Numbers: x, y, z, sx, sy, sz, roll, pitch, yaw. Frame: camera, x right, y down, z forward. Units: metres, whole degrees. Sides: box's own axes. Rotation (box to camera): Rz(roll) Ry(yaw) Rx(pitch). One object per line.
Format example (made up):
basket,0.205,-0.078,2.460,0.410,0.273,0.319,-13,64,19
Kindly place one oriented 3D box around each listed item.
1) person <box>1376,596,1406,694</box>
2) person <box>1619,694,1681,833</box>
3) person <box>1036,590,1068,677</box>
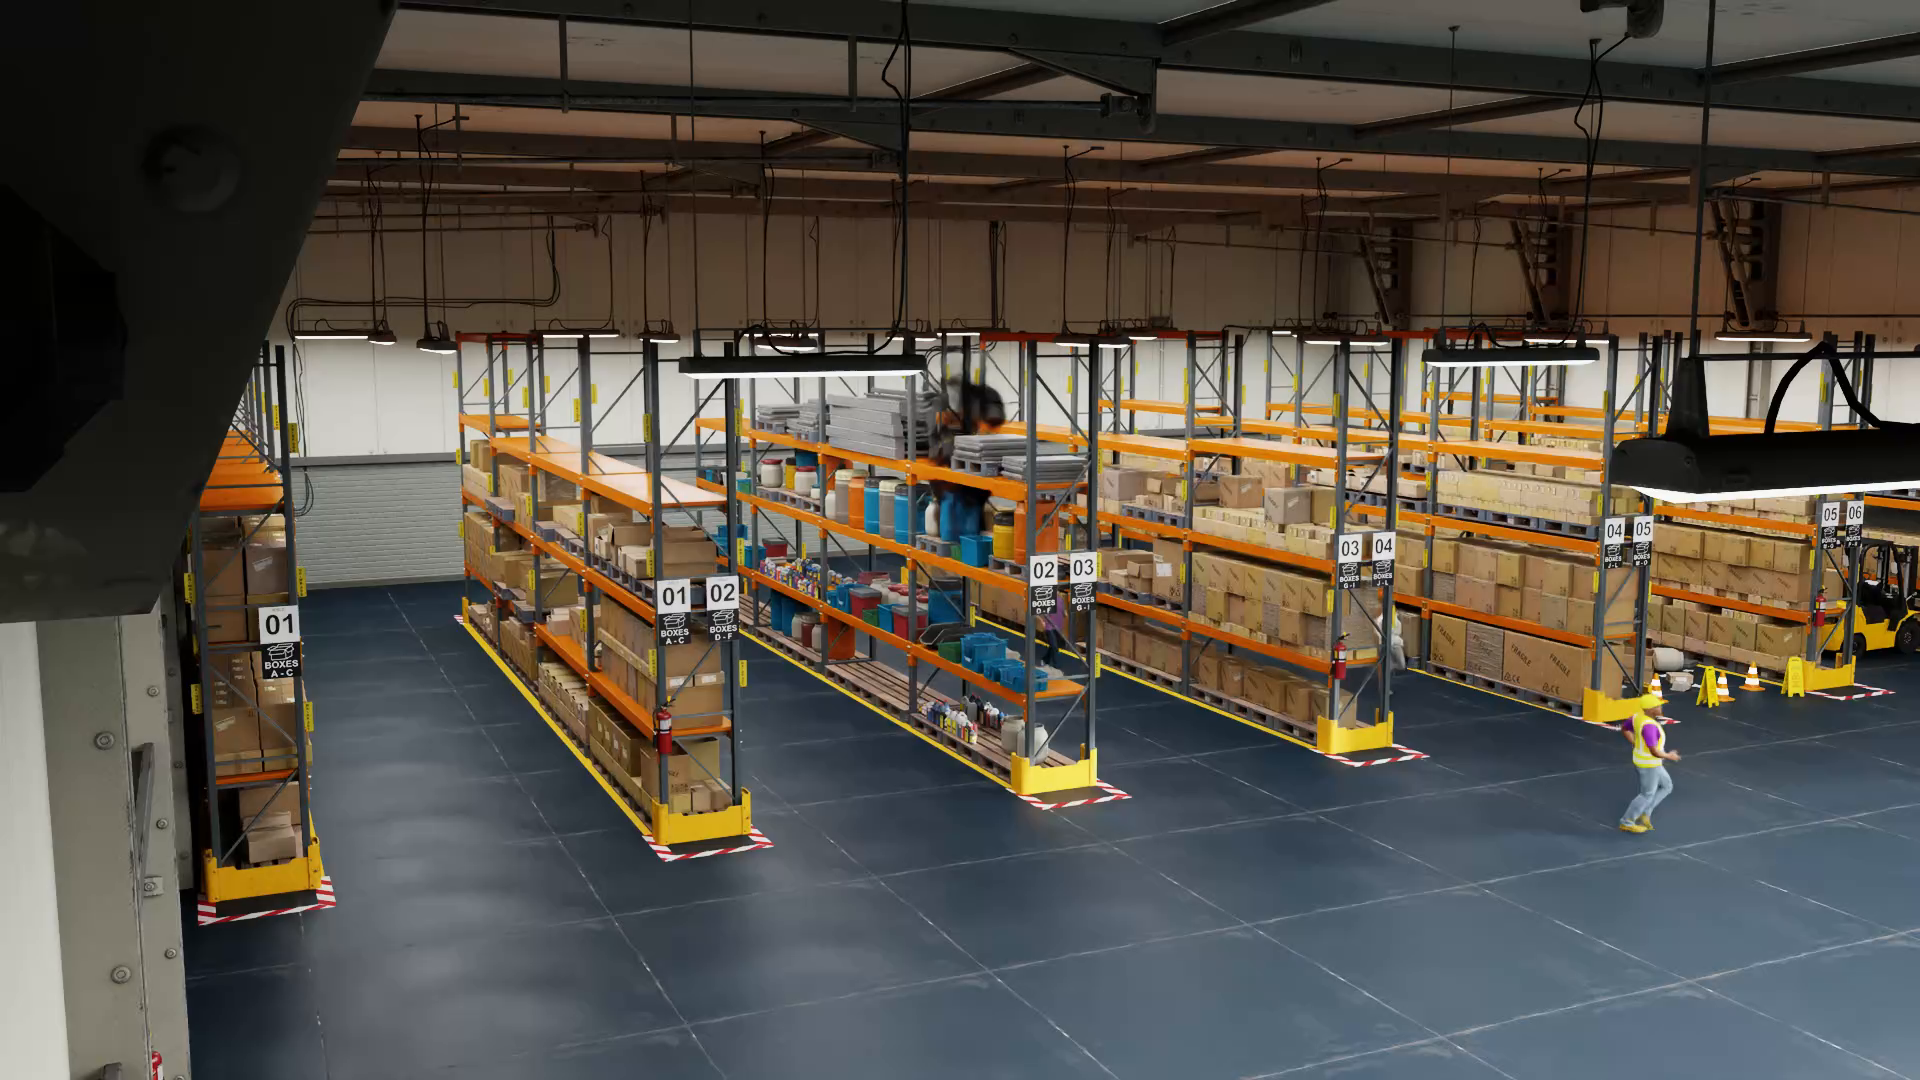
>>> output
person,7.251,1.762,27.890,0.604,1.659,0.530,-5,9,-33
person,8.457,2.736,20.386,0.653,1.737,0.712,1,8,10
person,1.571,1.509,27.871,0.543,1.594,0.817,-5,9,-32
